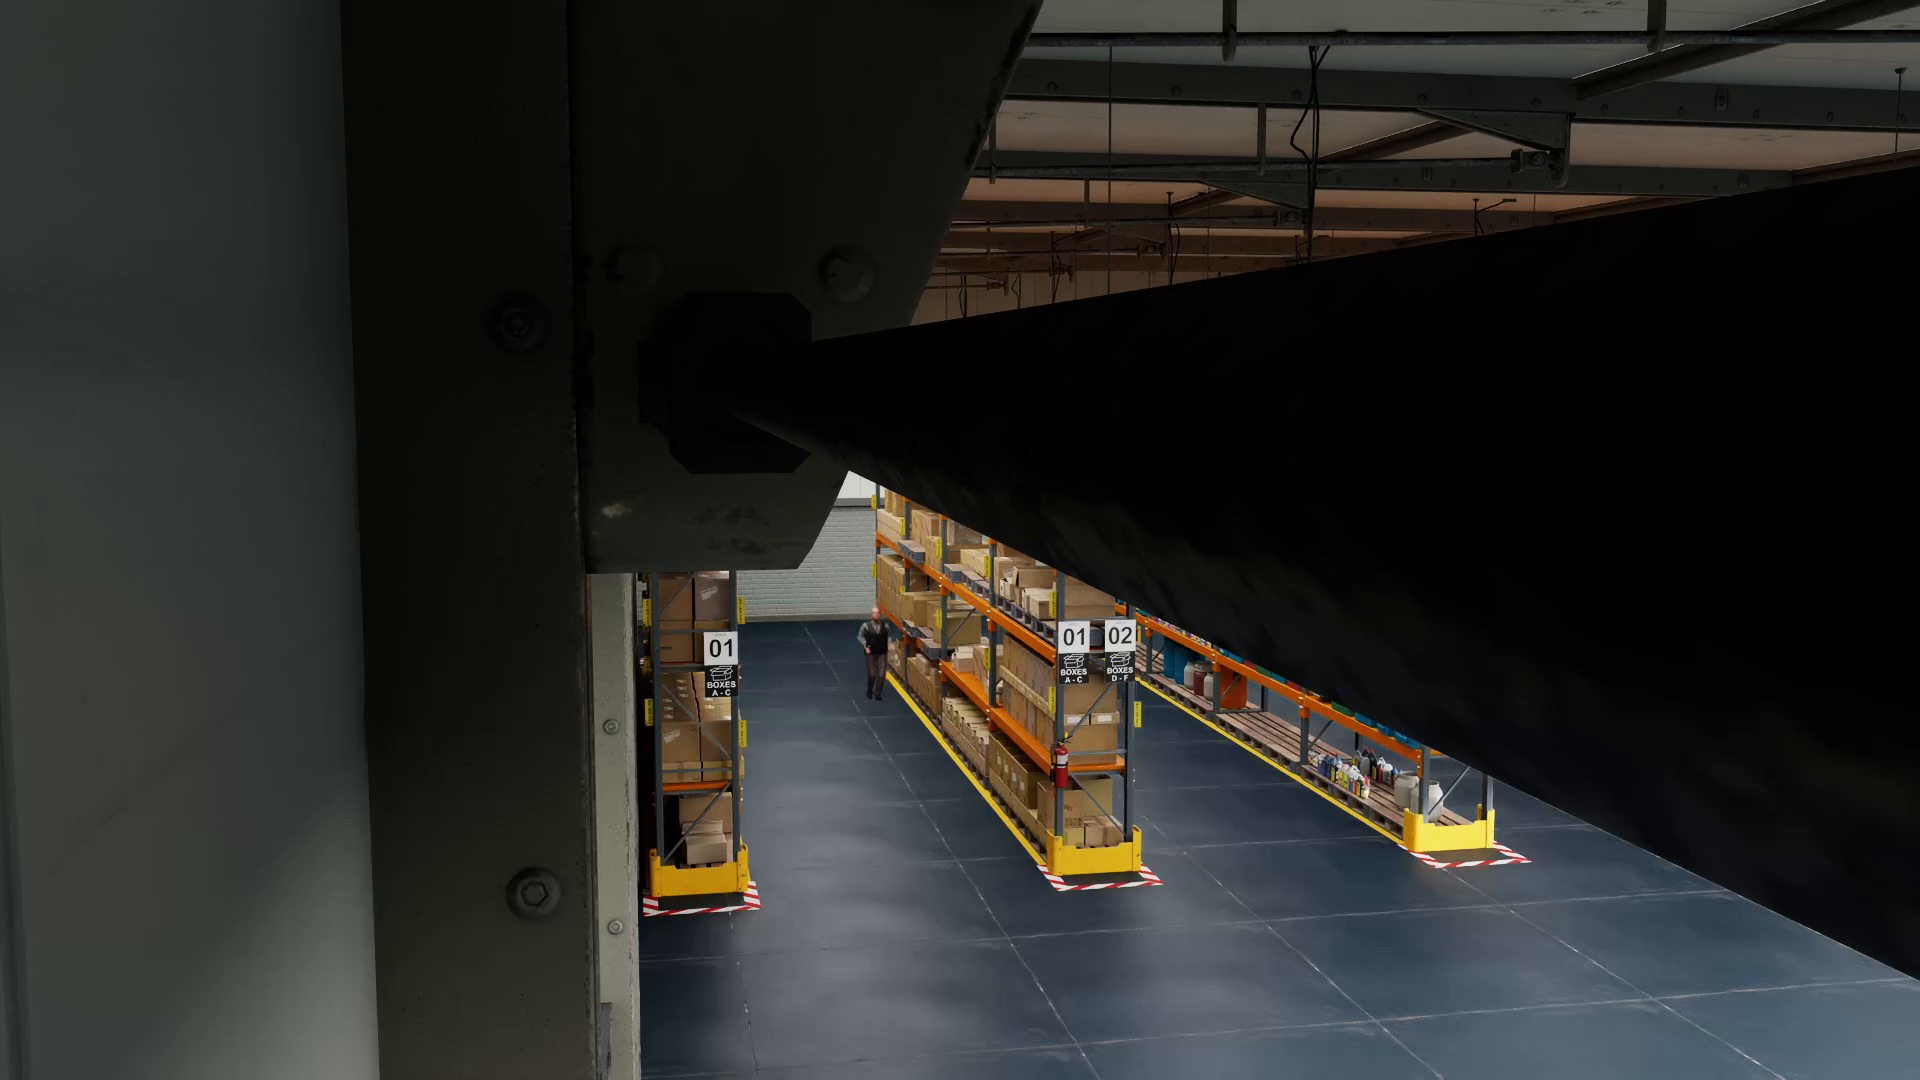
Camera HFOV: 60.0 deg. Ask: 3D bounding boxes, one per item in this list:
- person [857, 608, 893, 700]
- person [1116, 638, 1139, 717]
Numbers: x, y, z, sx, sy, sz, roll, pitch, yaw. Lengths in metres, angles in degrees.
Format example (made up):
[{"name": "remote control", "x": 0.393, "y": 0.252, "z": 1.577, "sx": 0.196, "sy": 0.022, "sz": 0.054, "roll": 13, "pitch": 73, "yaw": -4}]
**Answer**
[{"name": "person", "x": -1.522, "y": 2.091, "z": 30.381, "sx": 0.657, "sy": 1.693, "sz": 0.562, "roll": -2, "pitch": 6, "yaw": -14}, {"name": "person", "x": 2.887, "y": 2.262, "z": 28.711, "sx": 0.575, "sy": 1.691, "sz": 0.821, "roll": -2, "pitch": 6, "yaw": -18}]
